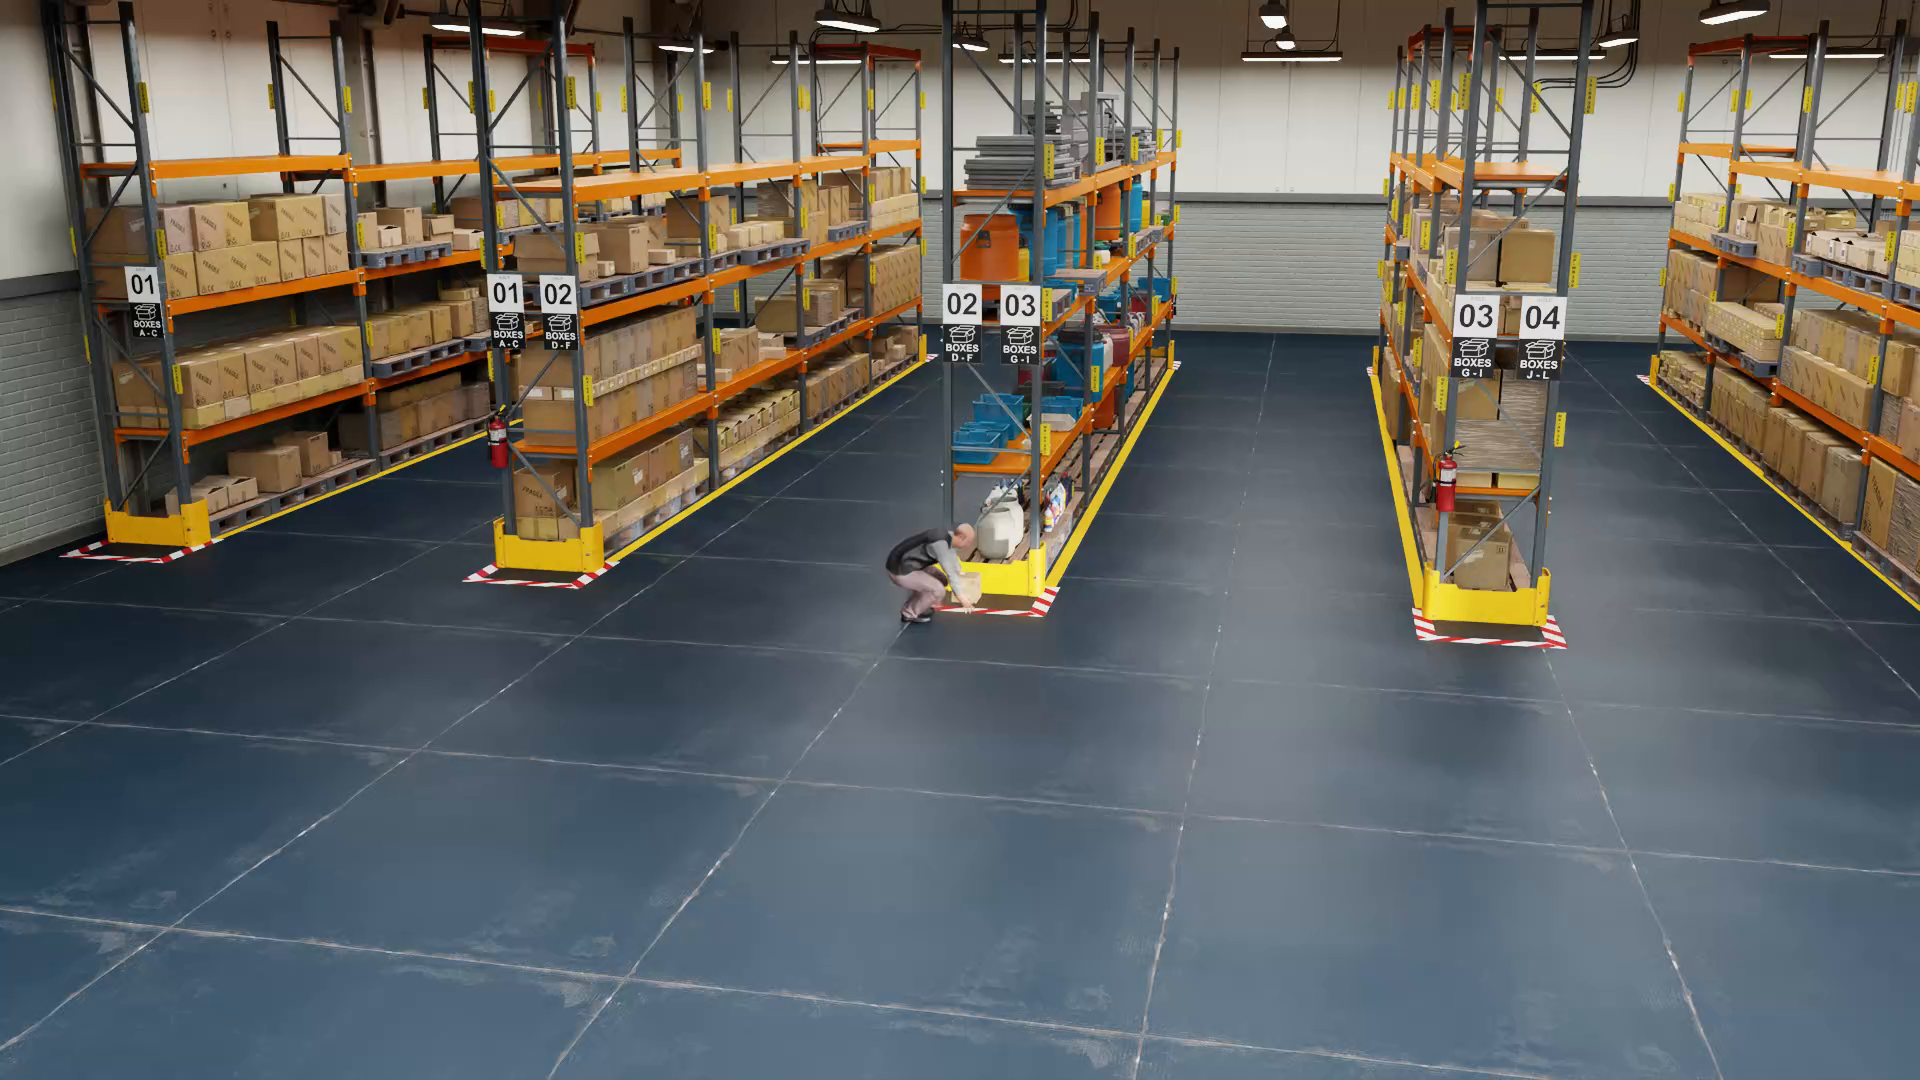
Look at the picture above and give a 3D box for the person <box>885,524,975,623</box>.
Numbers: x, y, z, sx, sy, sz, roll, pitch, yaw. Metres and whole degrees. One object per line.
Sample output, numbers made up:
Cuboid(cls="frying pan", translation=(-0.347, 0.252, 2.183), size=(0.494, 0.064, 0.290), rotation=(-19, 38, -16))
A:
Cuboid(cls="person", translation=(-0.274, 0.312, 16.398), size=(0.916, 0.959, 0.506), rotation=(1, 15, 3))
